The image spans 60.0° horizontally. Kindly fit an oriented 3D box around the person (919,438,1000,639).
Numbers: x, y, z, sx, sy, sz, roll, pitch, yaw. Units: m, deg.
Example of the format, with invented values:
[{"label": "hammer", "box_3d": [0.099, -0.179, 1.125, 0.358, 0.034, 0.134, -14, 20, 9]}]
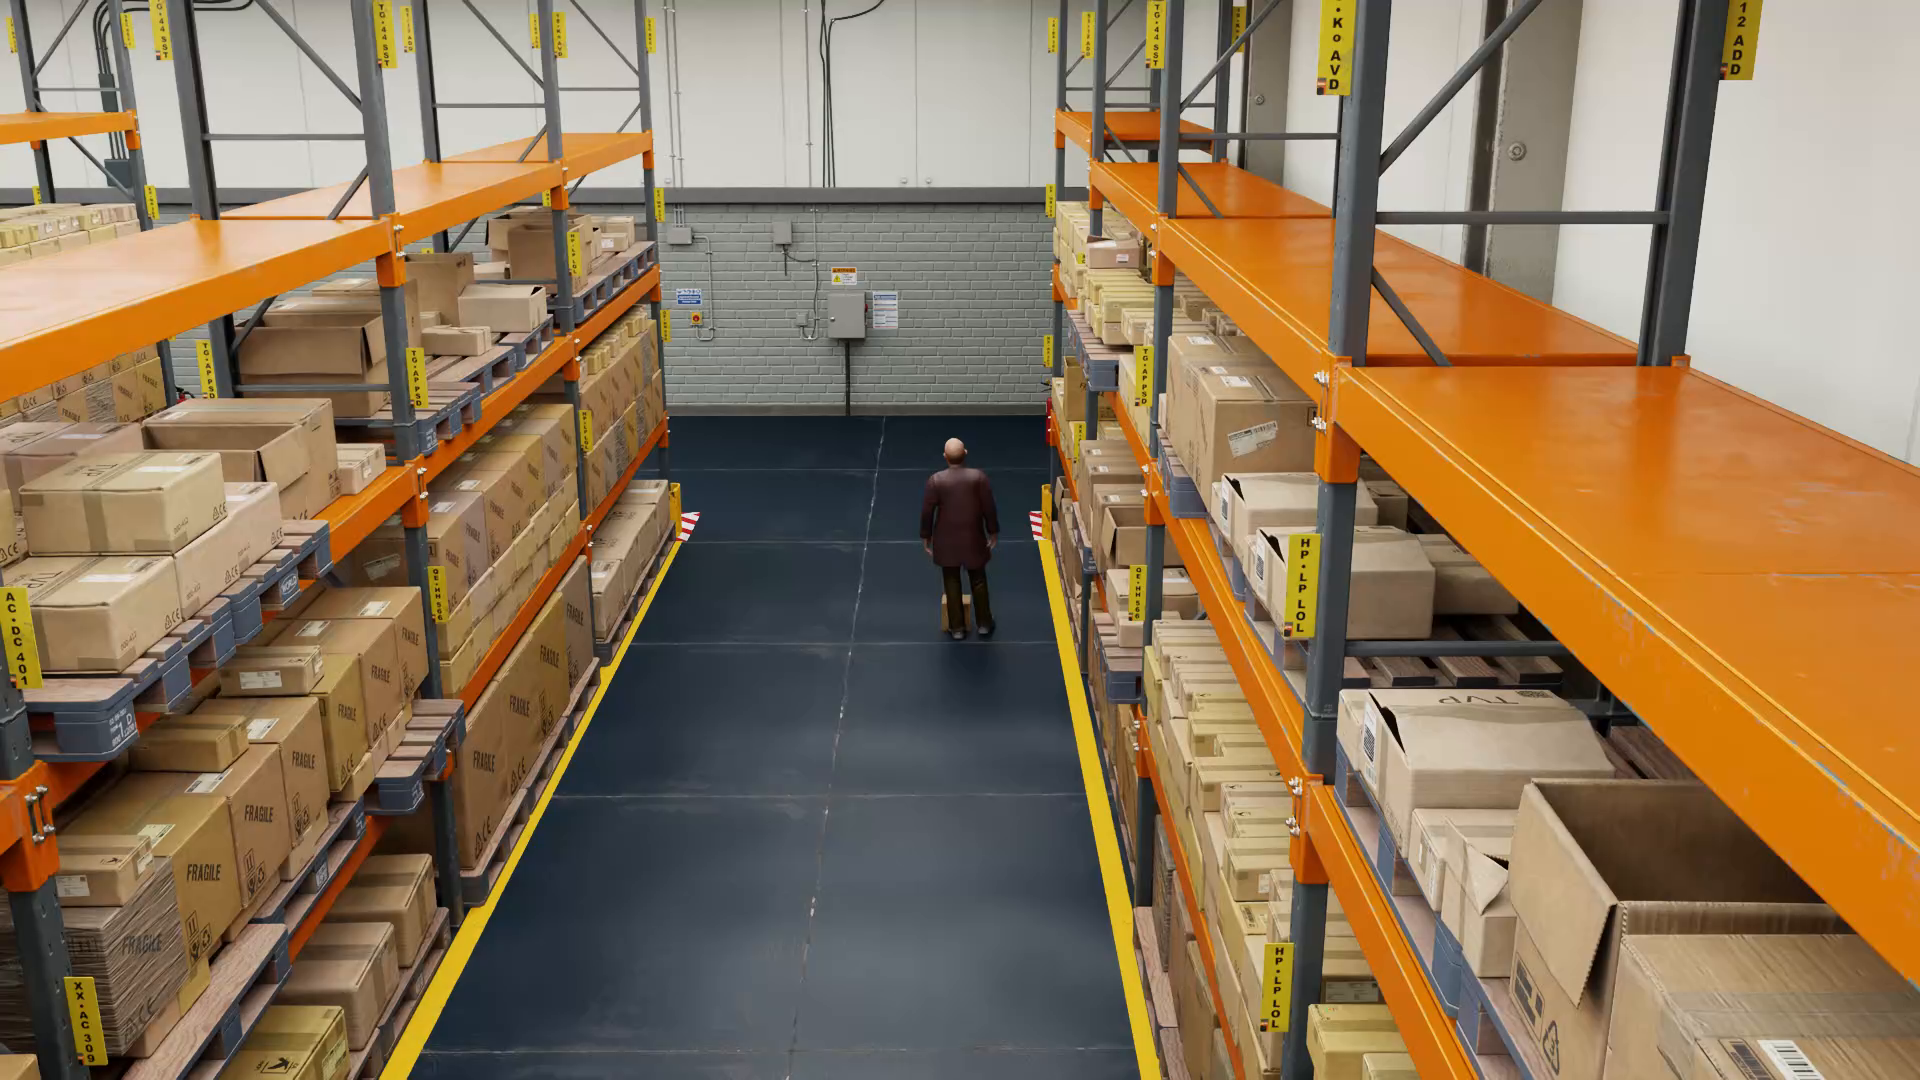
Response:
[{"label": "person", "box_3d": [-0.005, -0.041, 14.287, 0.694, 1.775, 0.582, 0, 17, 0]}]
